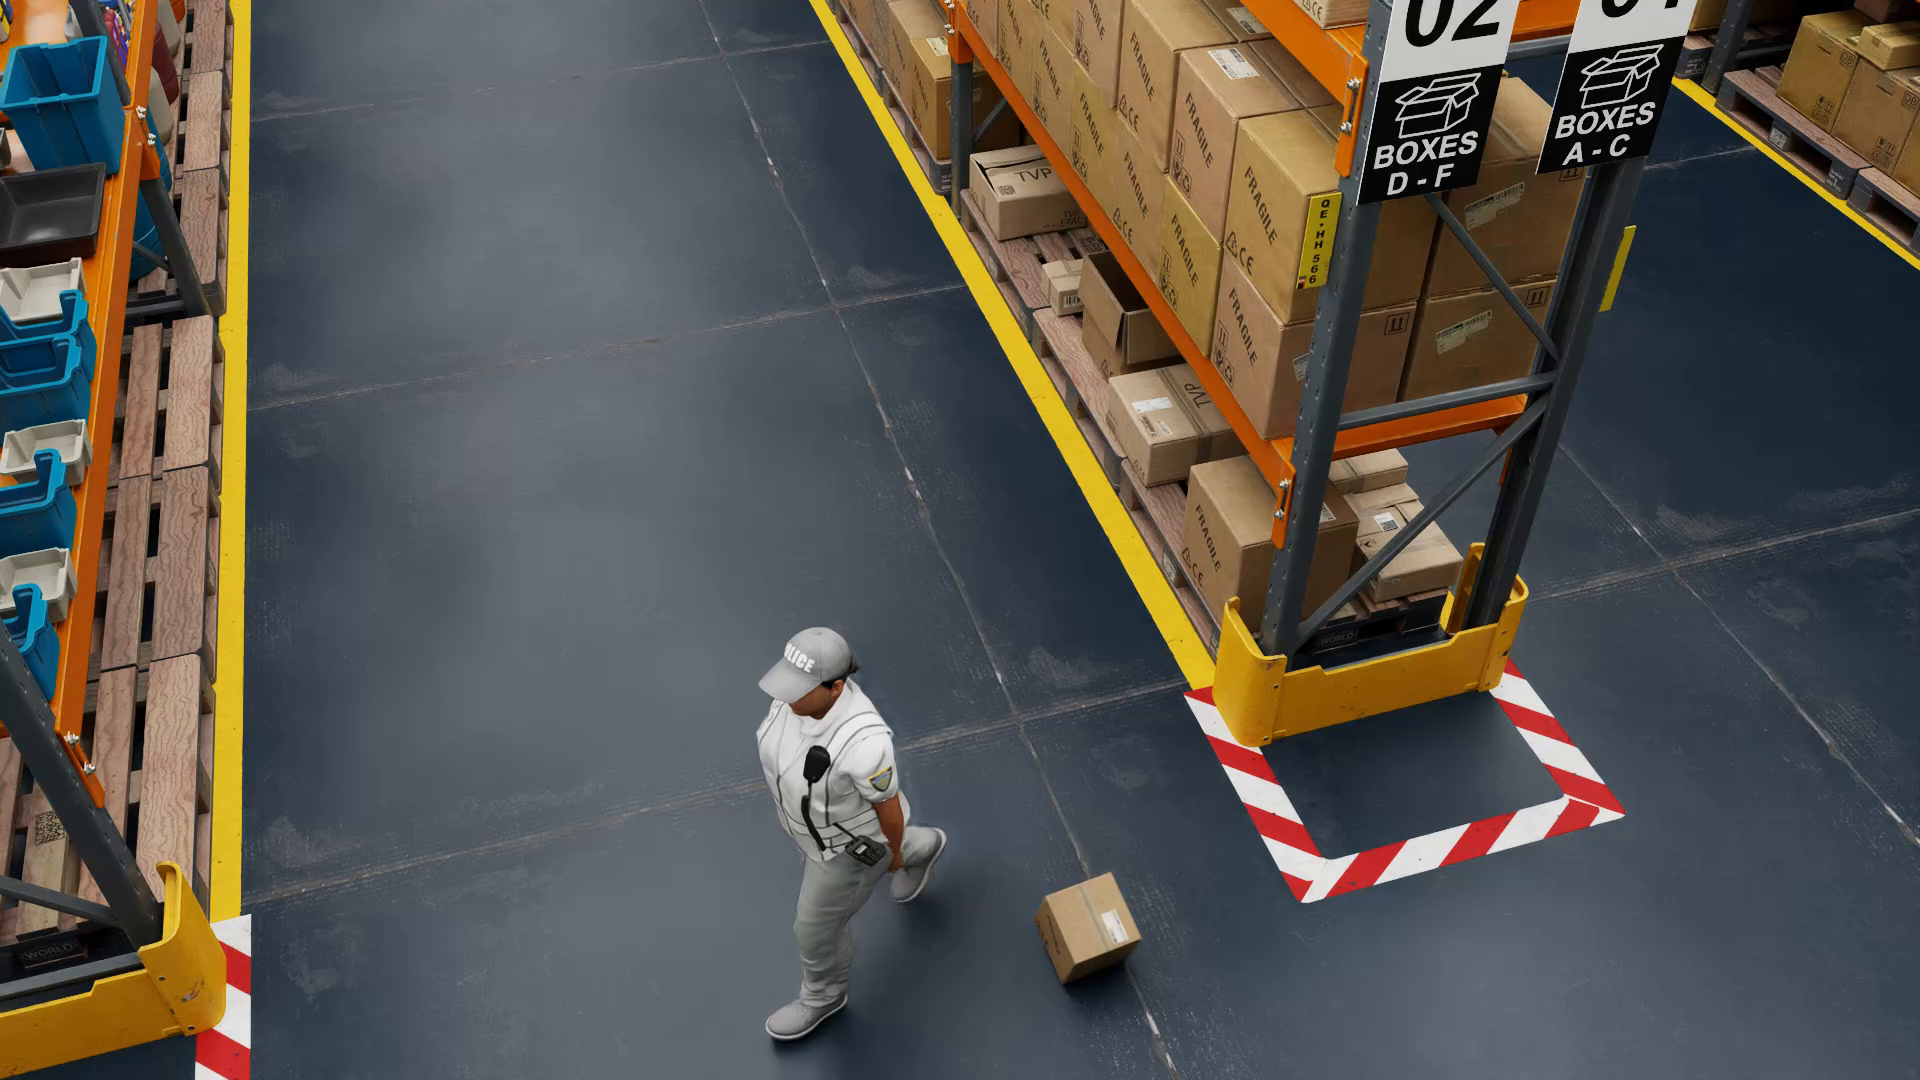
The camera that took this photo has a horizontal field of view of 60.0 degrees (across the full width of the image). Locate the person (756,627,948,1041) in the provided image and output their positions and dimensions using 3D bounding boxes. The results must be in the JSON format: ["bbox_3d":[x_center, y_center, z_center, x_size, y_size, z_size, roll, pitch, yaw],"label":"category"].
[{"bbox_3d":[-0.332,0.847,5.223,0.856,1.627,0.477,-24,48,-24],"label":"person"}]
